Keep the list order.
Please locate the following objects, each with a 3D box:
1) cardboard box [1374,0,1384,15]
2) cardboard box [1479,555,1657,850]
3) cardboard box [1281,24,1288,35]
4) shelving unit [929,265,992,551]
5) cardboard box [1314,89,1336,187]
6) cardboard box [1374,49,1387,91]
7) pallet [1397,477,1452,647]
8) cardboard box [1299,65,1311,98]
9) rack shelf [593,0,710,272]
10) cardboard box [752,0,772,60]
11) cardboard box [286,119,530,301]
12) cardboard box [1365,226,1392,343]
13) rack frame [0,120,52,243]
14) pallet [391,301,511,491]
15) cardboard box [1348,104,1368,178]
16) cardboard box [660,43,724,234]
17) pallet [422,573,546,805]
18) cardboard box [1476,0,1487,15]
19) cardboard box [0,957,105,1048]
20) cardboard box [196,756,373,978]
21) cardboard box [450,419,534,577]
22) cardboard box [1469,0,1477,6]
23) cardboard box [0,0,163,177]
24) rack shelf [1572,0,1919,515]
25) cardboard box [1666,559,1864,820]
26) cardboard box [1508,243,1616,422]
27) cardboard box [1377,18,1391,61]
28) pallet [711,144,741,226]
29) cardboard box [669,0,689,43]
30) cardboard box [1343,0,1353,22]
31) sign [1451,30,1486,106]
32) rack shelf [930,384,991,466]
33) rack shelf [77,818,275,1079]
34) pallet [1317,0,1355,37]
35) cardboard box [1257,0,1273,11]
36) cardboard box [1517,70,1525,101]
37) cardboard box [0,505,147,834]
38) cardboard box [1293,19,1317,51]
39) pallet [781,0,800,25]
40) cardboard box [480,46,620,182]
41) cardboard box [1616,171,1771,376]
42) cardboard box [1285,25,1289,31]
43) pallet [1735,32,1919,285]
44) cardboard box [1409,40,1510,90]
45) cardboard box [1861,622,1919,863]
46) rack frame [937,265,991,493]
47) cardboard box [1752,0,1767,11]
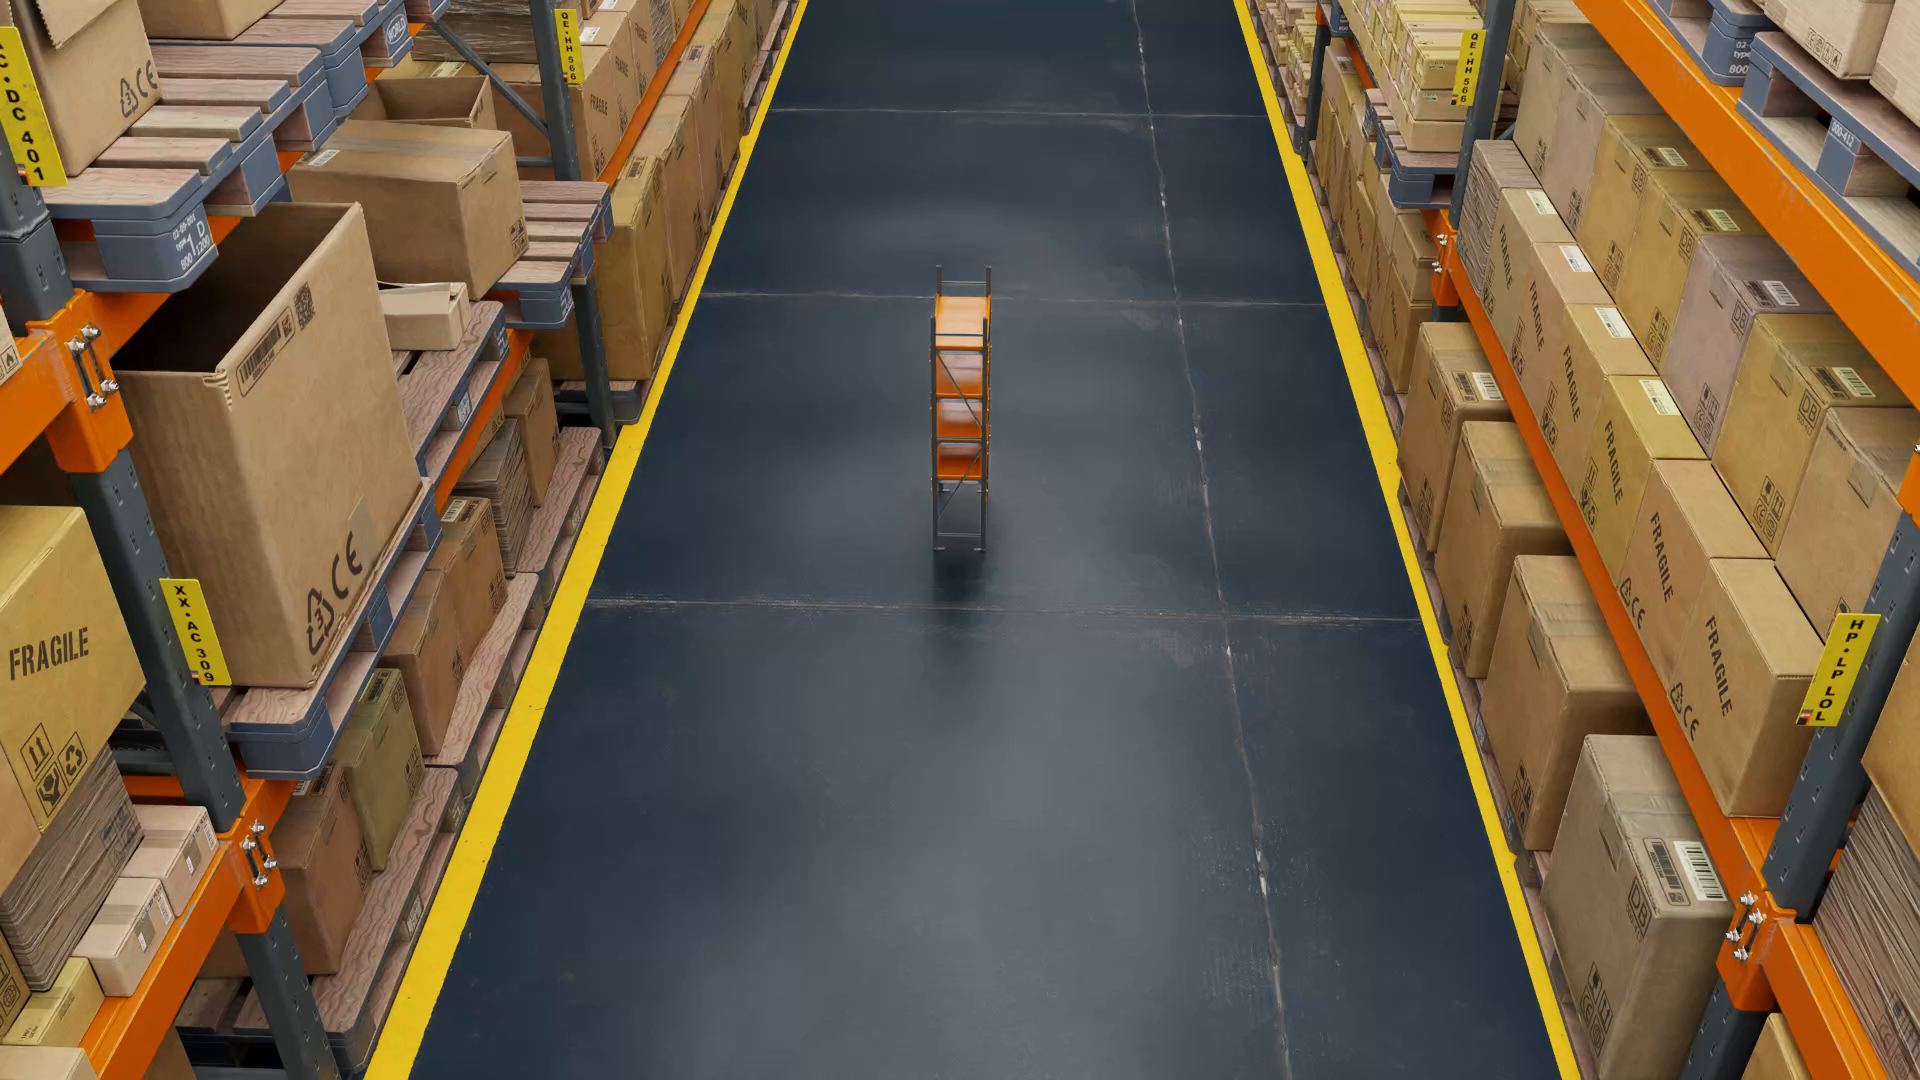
[{"bbox_3d":[2.307,-2.743,8.380,0.380,0.149,0.250,1,35,2],"label":"cardboard box"},{"bbox_3d":[2.517,0.582,5.904,1.050,0.750,0.750,1,35,2],"label":"cardboard box"},{"bbox_3d":[2.655,-3.831,12.707,0.380,0.149,0.250,2,35,3],"label":"cardboard box"},{"bbox_3d":[0.007,-0.586,7.540,0.258,1.200,0.503,1,35,2],"label":"shelving unit"},{"bbox_3d":[2.566,-2.580,10.622,0.500,0.500,0.500,3,35,4],"label":"cardboard box"},{"bbox_3d":[2.296,-2.348,8.336,0.380,0.149,0.250,1,35,1],"label":"cardboard box"},{"bbox_3d":[2.593,0.040,7.509,1.003,0.211,1.213,1,35,2],"label":"pallet"},{"bbox_3d":[2.556,-3.165,11.501,0.380,0.149,0.250,2,35,3],"label":"cardboard box"},{"bbox_3d":[-2.171,-2.579,9.437,1.077,0.370,4.000,1,35,2],"label":"rack shelf"},{"bbox_3d":[-1.948,-4.219,12.628,0.875,0.875,0.875,1,35,2],"label":"cardboard box"},{"bbox_3d":[-2.156,-1.303,6.543,0.700,0.500,0.500,6,36,9],"label":"cardboard box"},{"bbox_3d":[2.490,-1.383,8.918,0.500,0.500,0.500,3,35,4],"label":"cardboard box"},{"bbox_3d":[-2.412,-1.881,2.600,1.000,3.000,0.127,1,35,2],"label":"rack frame"},{"bbox_3d":[-2.290,-0.508,6.030,1.003,0.211,1.213,1,35,2],"label":"pallet"},{"bbox_3d":[2.523,-2.288,9.554,0.500,0.250,0.500,3,35,4],"label":"cardboard box"},{"bbox_3d":[-2.132,-2.443,10.101,1.225,0.875,0.875,0,35,0],"label":"cardboard box"},{"bbox_3d":[-2.336,0.565,6.763,1.003,0.211,1.213,1,35,2],"label":"pallet"},{"bbox_3d":[2.977,-2.911,8.877,0.380,0.149,0.250,3,35,4],"label":"cardboard box"},{"bbox_3d":[-2.217,1.093,3.805,0.380,0.149,0.250,1,35,2],"label":"cardboard box"},{"bbox_3d":[-2.366,1.064,5.418,0.700,0.500,0.500,-1,35,-2],"label":"cardboard box"},{"bbox_3d":[-2.268,-0.177,7.185,0.700,0.500,0.500,-1,35,-2],"label":"cardboard box"},{"bbox_3d":[2.994,-2.938,9.174,0.380,0.149,0.250,3,35,4],"label":"cardboard box"},{"bbox_3d":[-2.295,-1.135,3.693,0.797,0.503,0.637,0,35,0],"label":"cardboard box"},{"bbox_3d":[2.620,-1.335,5.058,1.077,0.370,4.000,1,35,2],"label":"rack shelf"},{"bbox_3d":[2.293,0.400,4.486,0.500,0.500,0.500,1,35,2],"label":"cardboard box"},{"bbox_3d":[2.374,-0.759,6.134,0.500,0.500,0.500,1,35,2],"label":"cardboard box"},{"bbox_3d":[2.293,-2.485,8.272,0.380,0.149,0.250,1,35,2],"label":"cardboard box"},{"bbox_3d":[-2.047,-2.436,11.033,1.003,0.211,1.213,1,35,2],"label":"pallet"},{"bbox_3d":[-1.878,-3.204,9.613,0.500,0.500,0.500,1,35,1],"label":"cardboard box"},{"bbox_3d":[2.338,-2.953,9.196,0.380,0.149,0.250,1,35,1],"label":"cardboard box"},{"bbox_3d":[2.158,-2.000,7.049,0.100,0.325,0.005,1,35,2],"label":"sign"},{"bbox_3d":[0.007,-0.531,7.579,0.258,0.148,0.480,1,35,2],"label":"rack shelf"},{"bbox_3d":[-2.493,2.017,2.897,1.077,0.370,4.000,1,35,2],"label":"rack shelf"},{"bbox_3d":[2.685,-3.336,10.054,1.003,0.211,1.213,1,35,2],"label":"pallet"},{"bbox_3d":[2.629,-4.420,13.545,0.380,0.149,0.250,2,35,2],"label":"cardboard box"},{"bbox_3d":[2.941,-2.182,8.100,0.380,0.149,0.250,3,35,4],"label":"cardboard box"},{"bbox_3d":[-2.155,0.267,3.546,0.500,0.500,0.500,1,35,2],"label":"cardboard box"},{"bbox_3d":[2.589,-3.600,11.860,0.380,0.149,0.250,1,35,1],"label":"cardboard box"},{"bbox_3d":[-1.884,-4.718,14.280,1.003,0.211,1.213,1,35,2],"label":"pallet"},{"bbox_3d":[-1.960,-2.038,7.954,0.500,0.500,0.500,2,35,3],"label":"cardboard box"},{"bbox_3d":[2.615,-0.865,5.415,0.700,0.500,0.500,1,35,1],"label":"cardboard box"},{"bbox_3d":[2.677,-3.917,12.571,0.380,0.149,0.250,0,35,0],"label":"cardboard box"},{"bbox_3d":[2.527,-0.930,4.023,0.805,0.209,1.217,0,35,0],"label":"pallet"},{"bbox_3d":[2.262,-2.156,7.545,0.380,0.149,0.250,0,35,0],"label":"cardboard box"},{"bbox_3d":[2.490,0.454,3.425,0.875,0.550,0.550,1,35,2],"label":"cardboard box"},{"bbox_3d":[0.016,-0.726,7.740,0.240,1.200,0.015,1,35,2],"label":"rack frame"},{"bbox_3d":[2.390,-1.669,4.533,0.500,0.311,0.500,0,35,0],"label":"cardboard box"}]
